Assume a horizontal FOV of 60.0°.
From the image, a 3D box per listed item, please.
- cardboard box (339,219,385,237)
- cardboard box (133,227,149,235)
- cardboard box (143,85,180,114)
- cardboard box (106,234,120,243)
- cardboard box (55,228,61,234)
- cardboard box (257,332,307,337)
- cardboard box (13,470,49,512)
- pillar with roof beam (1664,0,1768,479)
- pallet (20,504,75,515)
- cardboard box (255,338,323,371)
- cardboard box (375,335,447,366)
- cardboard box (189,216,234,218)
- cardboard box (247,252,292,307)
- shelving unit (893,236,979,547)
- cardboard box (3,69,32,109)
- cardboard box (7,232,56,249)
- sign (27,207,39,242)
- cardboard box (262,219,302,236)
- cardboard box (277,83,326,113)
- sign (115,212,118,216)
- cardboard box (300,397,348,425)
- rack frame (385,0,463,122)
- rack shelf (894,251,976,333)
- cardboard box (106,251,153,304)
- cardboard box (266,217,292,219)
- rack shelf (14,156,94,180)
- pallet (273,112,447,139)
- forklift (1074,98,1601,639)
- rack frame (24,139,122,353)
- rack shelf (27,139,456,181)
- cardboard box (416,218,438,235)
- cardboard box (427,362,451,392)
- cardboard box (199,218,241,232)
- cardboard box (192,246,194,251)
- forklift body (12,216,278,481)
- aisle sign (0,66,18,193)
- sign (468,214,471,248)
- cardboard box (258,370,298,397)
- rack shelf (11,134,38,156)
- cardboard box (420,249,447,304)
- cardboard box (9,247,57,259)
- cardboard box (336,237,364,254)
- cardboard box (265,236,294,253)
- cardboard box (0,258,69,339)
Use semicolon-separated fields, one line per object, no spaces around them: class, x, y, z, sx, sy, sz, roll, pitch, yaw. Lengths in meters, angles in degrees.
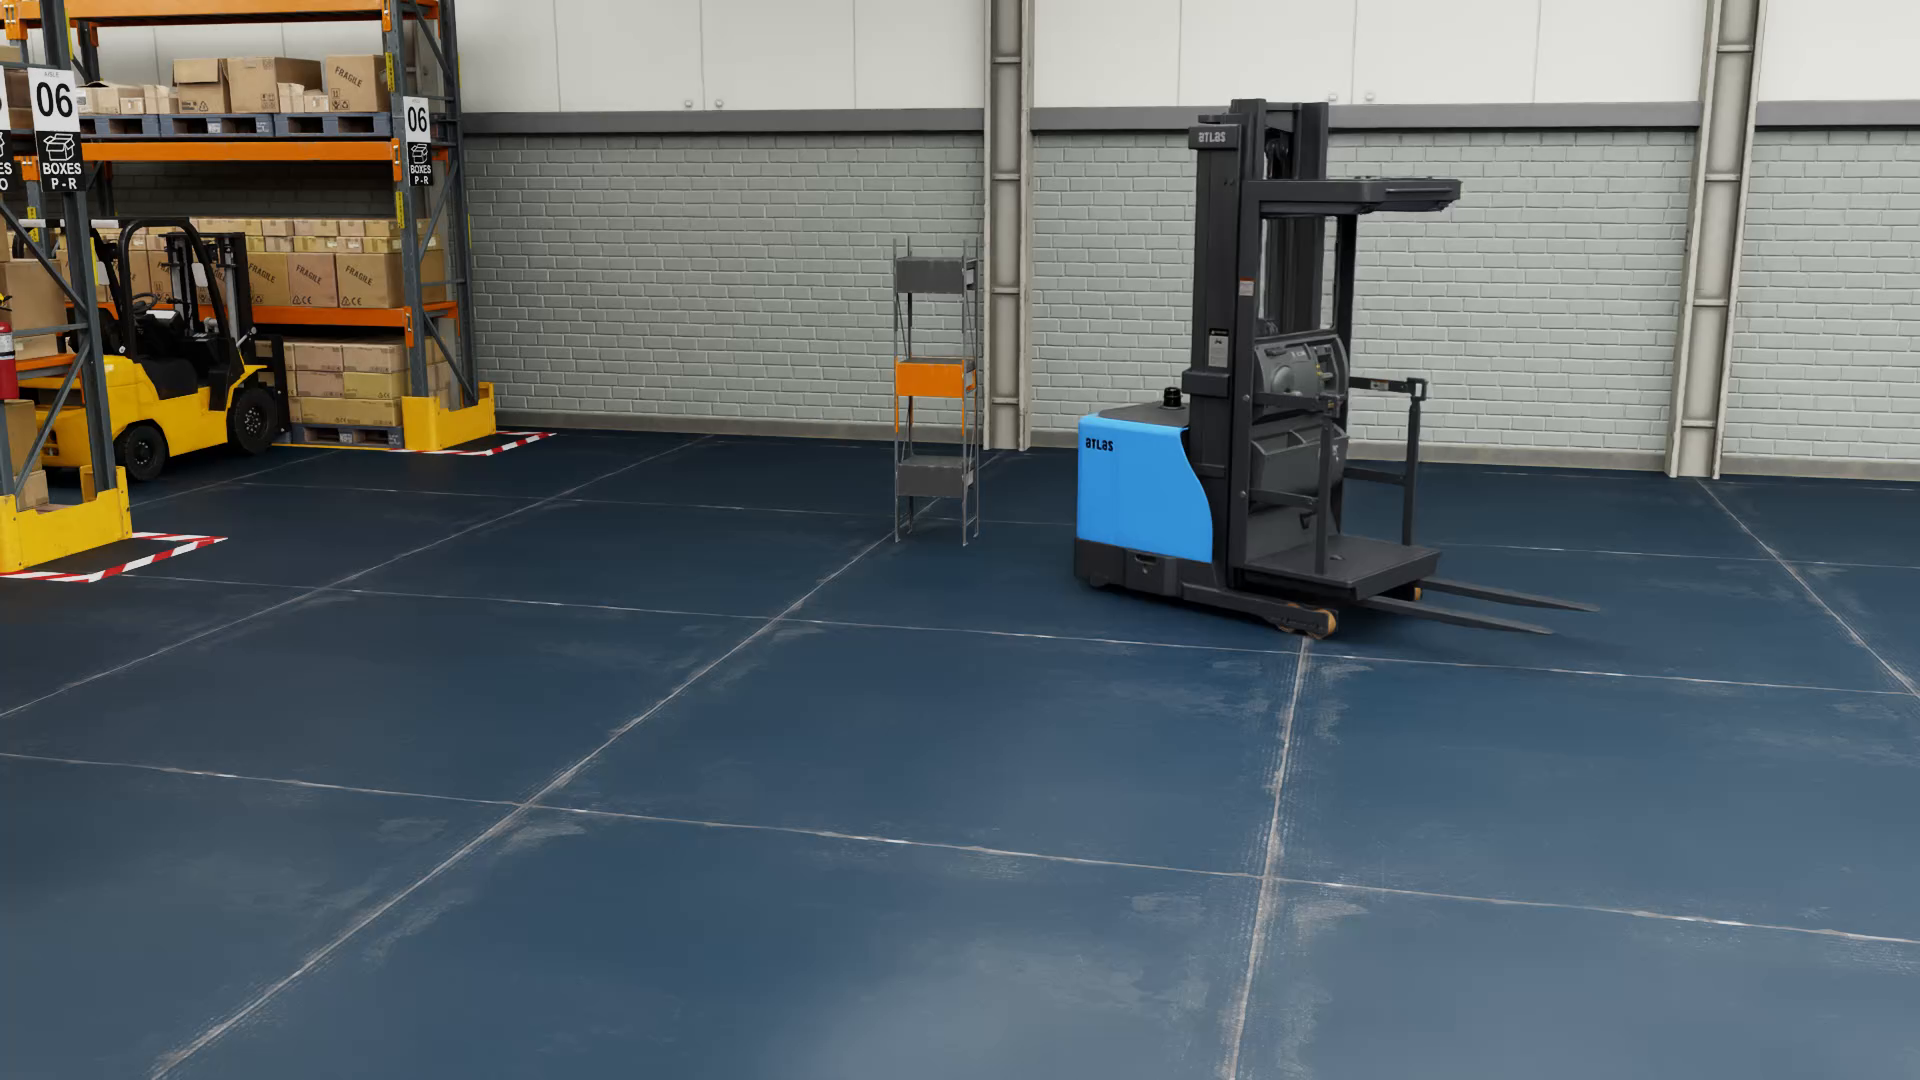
cardboard box;-5.568;-2.911;15.516;0.250;0.149;0.380;3;13;14
cardboard box;-7.817;-3.019;15.999;0.250;0.149;0.380;3;13;15
cardboard box;-7.438;-4.140;15.651;0.258;0.266;0.396;3;13;12
cardboard box;-8.048;-2.901;16.154;0.250;0.149;0.380;3;13;13
cardboard box;-8.568;-3.060;16.184;0.250;0.149;0.380;3;13;15
cardboard box;-6.809;-1.917;16.520;0.500;0.250;0.500;3;13;12
cardboard box;-6.825;-0.339;11.715;0.500;0.250;0.500;3;13;13
pillar with roof beam;5.236;-4.047;9.197;0.400;9.000;9.100;3;13;14
pallet;-6.962;-0.068;11.555;1.213;0.211;1.003;3;13;14
cardboard box;-6.434;-1.779;15.896;0.500;0.250;0.500;3;13;14
cardboard box;-5.344;-1.836;16.153;0.500;0.250;0.500;3;13;13
cardboard box;-7.425;-3.135;16.525;0.250;0.149;0.380;3;13;13
cardboard box;-6.462;-2.495;15.822;0.500;0.500;0.500;3;13;12
shelving unit;-0.161;-1.034;11.545;0.503;2.100;0.431;3;13;14
cardboard box;-6.533;-2.995;11.041;0.500;0.250;0.500;3;13;13
cardboard box;-9.191;-2.964;16.441;0.250;0.149;0.380;4;13;15
sign;-8.927;-3.040;16.019;0.005;0.325;0.100;3;13;14
cardboard box;-6.332;-2.938;15.636;0.250;0.149;0.380;3;13;15
cardboard box;-6.046;-4.065;15.316;0.258;0.266;0.396;3;13;14
sign;-8.675;-3.206;17.077;0.005;0.325;0.100;3;13;14
cardboard box;-5.935;-1.269;15.905;0.500;0.250;0.500;3;13;14
rack frame;-4.923;-5.349;15.067;0.127;3.000;1.000;3;13;14
rack shelf;-0.161;-1.704;11.396;0.480;0.518;0.431;3;13;14
cardboard box;-7.928;-2.575;16.185;0.500;0.500;0.500;3;13;15
cardboard box;-6.692;-3.080;16.274;0.250;0.149;0.380;3;13;14
rack shelf;-10.748;-3.845;16.874;4.000;0.370;1.077;3;13;14
pallet;-5.603;-3.884;15.592;1.213;0.211;1.003;3;13;14
forklift;2.138;-1.008;9.508;3.031;2.935;1.130;11;17;41
rack frame;-8.806;-2.628;16.653;0.127;3.000;1.000;3;13;14
rack shelf;-6.864;-3.637;15.938;4.000;0.370;1.077;3;13;14
cardboard box;-5.197;-2.993;15.885;0.250;0.149;0.380;3;13;12
cardboard box;-5.329;-1.595;16.222;0.500;0.250;0.500;3;13;15
cardboard box;-7.052;-3.000;15.916;0.250;0.149;0.380;3;13;14
cardboard box;-7.324;-2.849;15.921;0.250;0.149;0.380;3;13;12
forklift body;-7.201;-1.721;14.523;1.214;2.155;2.313;3;13;14
aisle sign;-6.118;-2.581;10.441;0.004;0.787;0.394;3;13;14
sign;-4.784;-2.998;16.139;0.005;0.325;0.100;3;13;14
cardboard box;-6.461;-1.537;15.961;0.500;0.250;0.500;3;13;12
rack shelf;-8.050;-2.593;11.232;4.000;0.370;1.077;3;13;14
cardboard box;-5.337;-2.553;16.085;0.500;0.500;0.500;3;13;15
cardboard box;-9.344;-2.770;16.487;0.500;0.250;0.500;3;13;12
cardboard box;-5.582;-2.752;15.483;0.250;0.149;0.380;3;13;14
cardboard box;-6.327;-2.797;15.688;0.250;0.149;0.380;3;13;12
cardboard box;-6.502;-1.653;11.342;0.500;0.500;0.500;3;13;13
